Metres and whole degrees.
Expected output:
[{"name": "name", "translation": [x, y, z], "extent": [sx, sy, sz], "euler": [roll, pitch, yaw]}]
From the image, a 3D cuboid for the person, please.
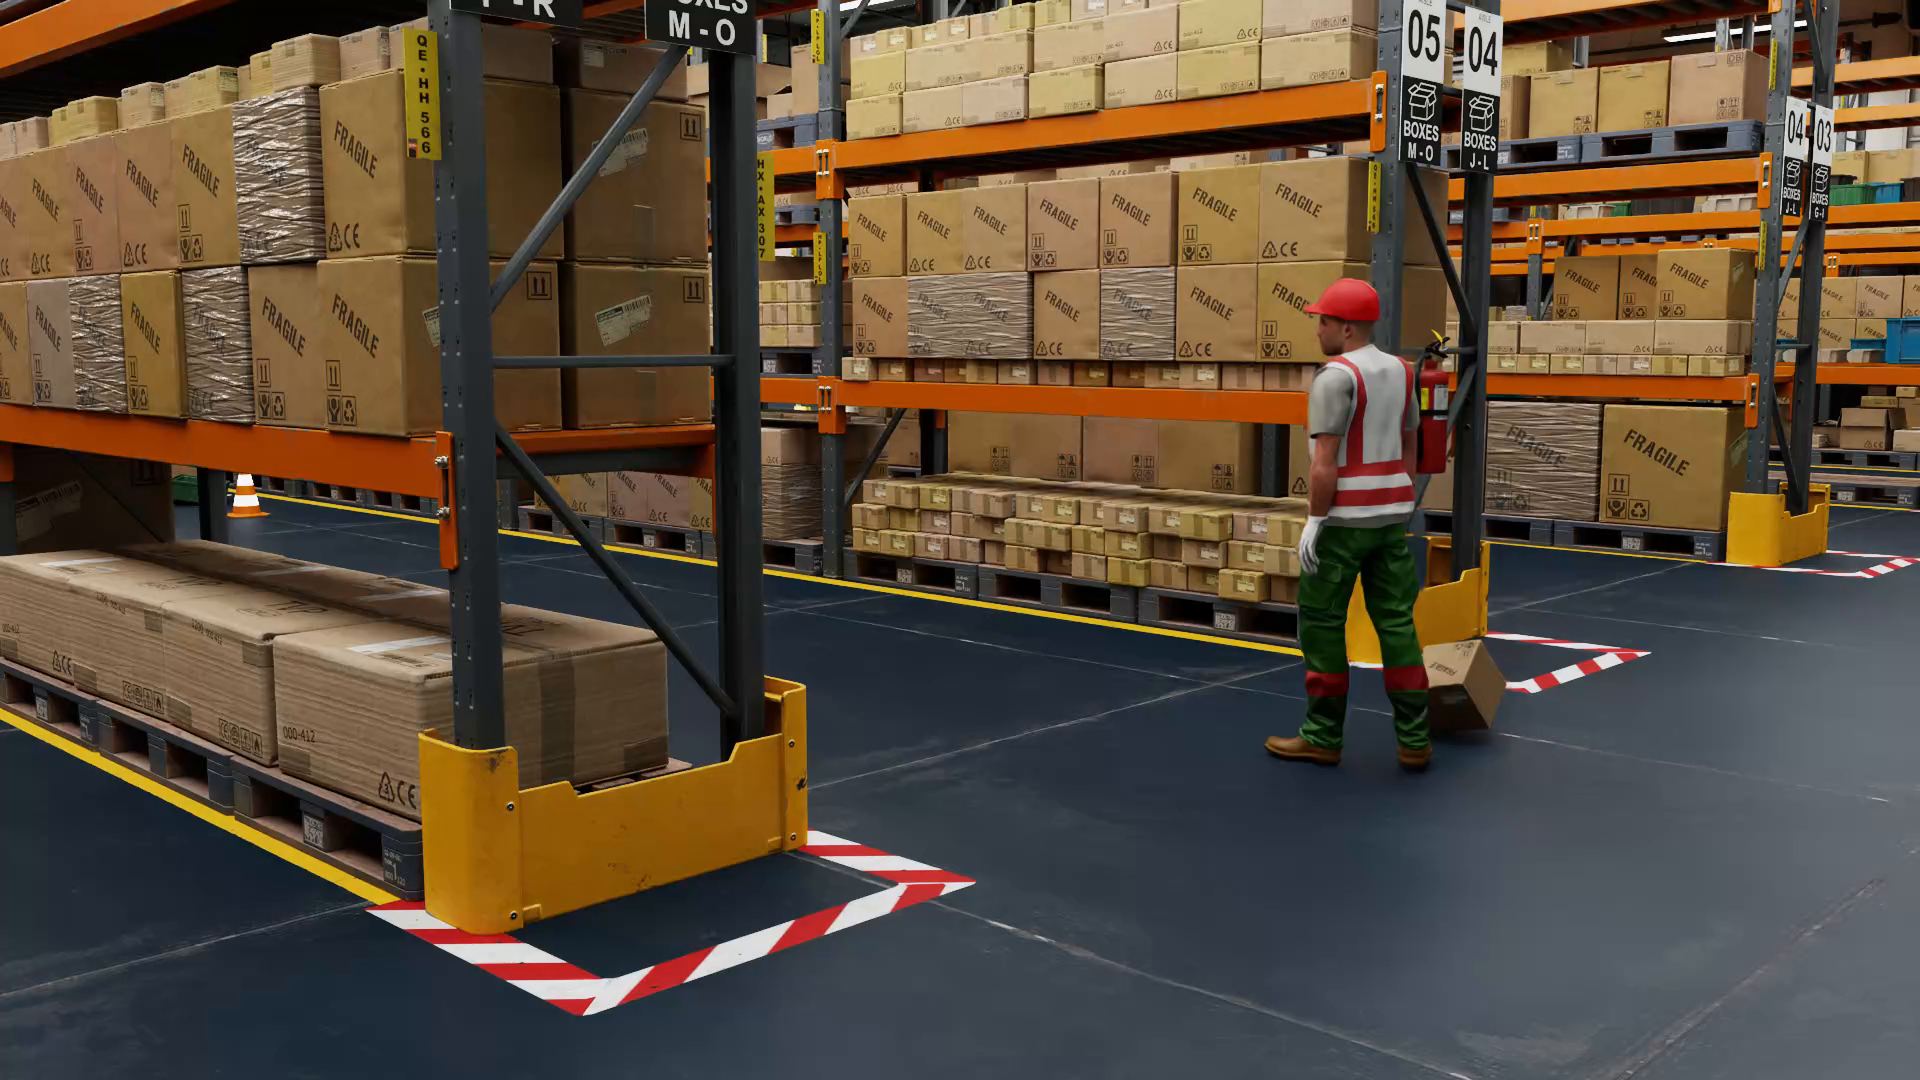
[{"name": "person", "translation": [1.462, -0.058, 6.121], "extent": [0.573, 1.791, 0.558], "euler": [-4, 8, -32]}]
